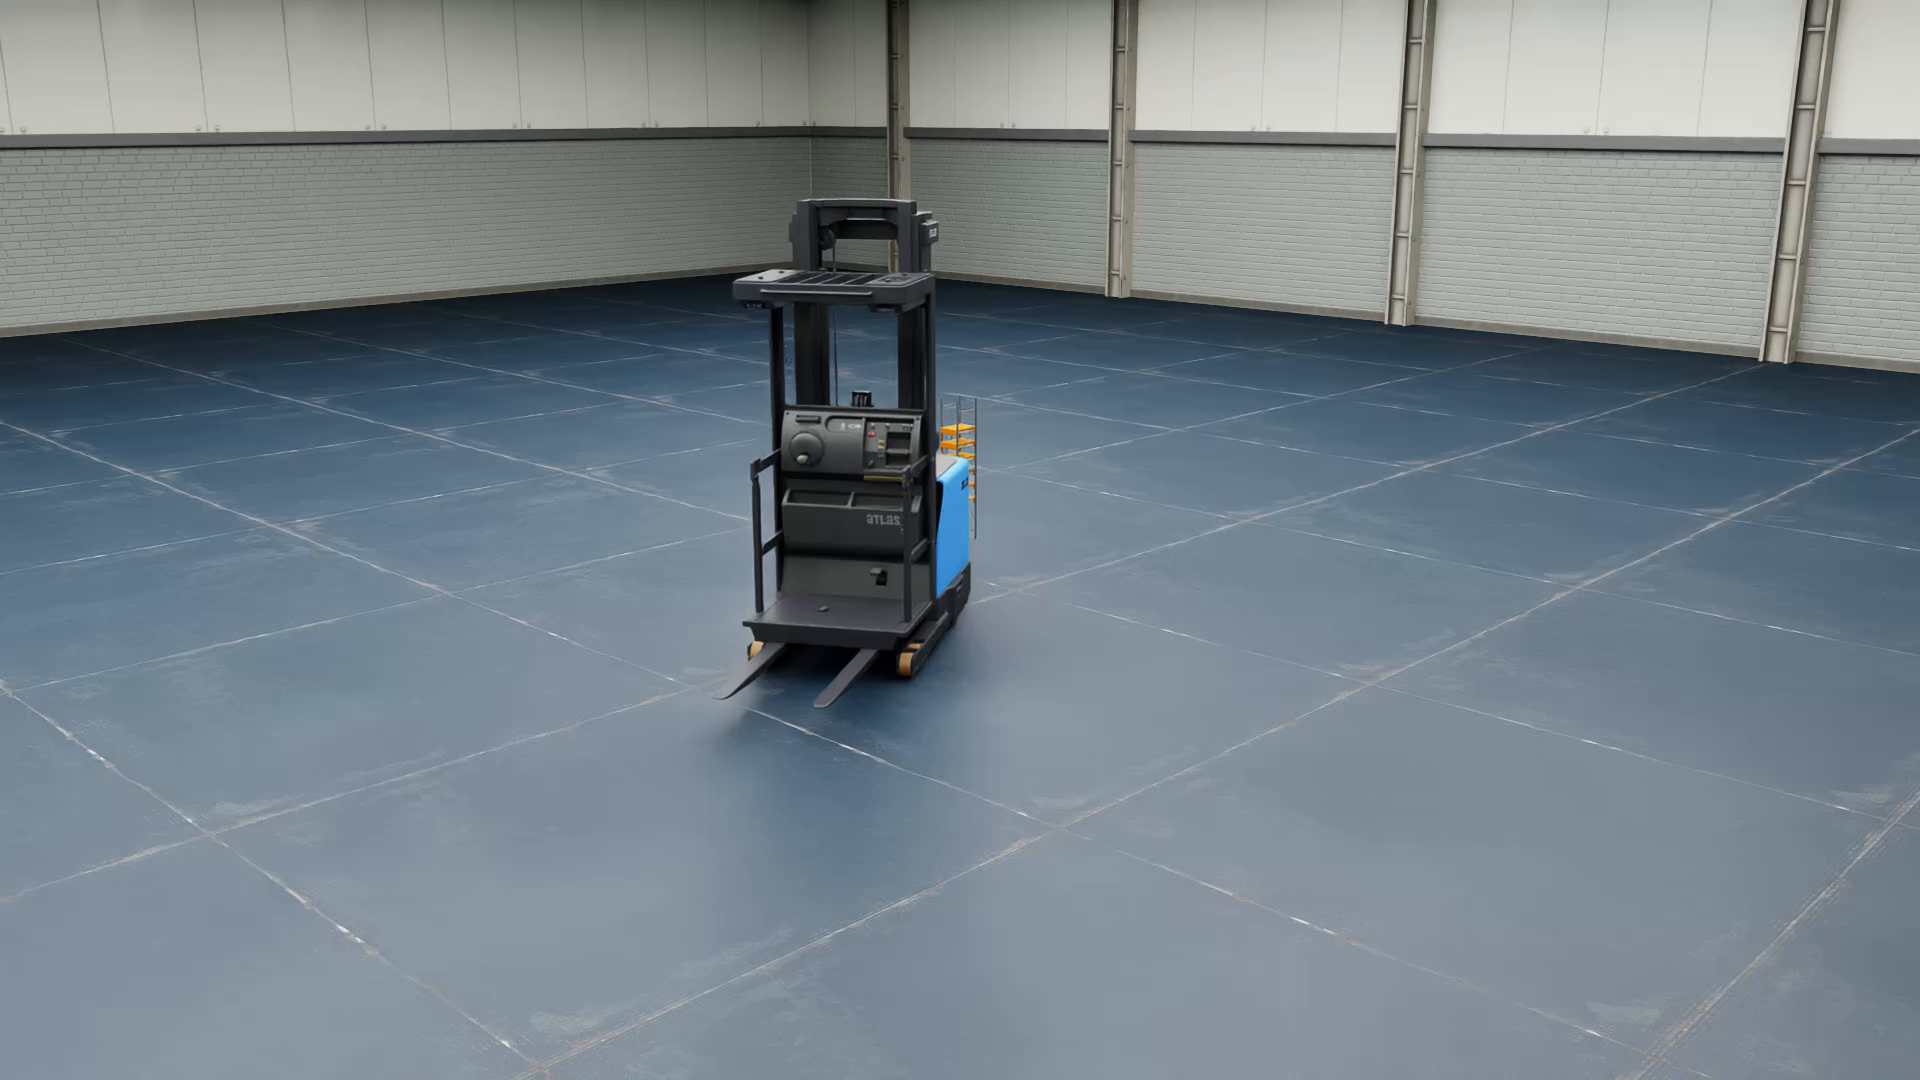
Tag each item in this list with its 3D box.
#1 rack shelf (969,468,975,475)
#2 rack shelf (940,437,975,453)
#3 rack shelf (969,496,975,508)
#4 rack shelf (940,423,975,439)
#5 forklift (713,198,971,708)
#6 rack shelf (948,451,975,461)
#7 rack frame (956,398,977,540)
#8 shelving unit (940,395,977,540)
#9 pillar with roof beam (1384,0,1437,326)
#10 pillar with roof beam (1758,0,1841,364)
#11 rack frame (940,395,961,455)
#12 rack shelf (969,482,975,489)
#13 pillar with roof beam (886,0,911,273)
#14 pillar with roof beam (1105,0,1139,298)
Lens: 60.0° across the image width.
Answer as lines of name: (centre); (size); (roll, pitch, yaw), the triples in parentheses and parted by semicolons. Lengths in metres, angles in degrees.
rack shelf: (-0.010, -0.540, 13.802); (0.180, 0.103, 0.258); (14, 20, 42)
rack shelf: (-0.010, -0.772, 13.741); (0.180, 0.103, 0.258); (14, 20, 42)
rack shelf: (-0.010, -0.308, 13.862); (0.180, 0.103, 0.258); (14, 20, 42)
rack shelf: (-0.010, -0.889, 13.711); (0.180, 0.103, 0.258); (14, 20, 42)
forklift: (-0.752, -0.646, 10.597); (1.130, 2.935, 3.031); (3, 15, 13)
rack shelf: (-0.010, -0.656, 13.771); (0.180, 0.103, 0.258); (14, 20, 42)
rack frame: (0.055, -0.567, 13.729); (0.006, 1.200, 0.240); (14, 20, 42)
shelving unit: (-0.010, -0.583, 13.791); (0.189, 1.200, 0.258); (14, 20, 42)
pillar with roof beam: (4.354, -7.180, 23.640); (0.400, 9.000, 9.100); (14, 20, 42)
pillar with roof beam: (8.673, -6.130, 19.610); (0.400, 9.000, 9.100); (14, 20, 42)
rack frame: (-0.076, -0.599, 13.852); (0.006, 1.200, 0.240); (14, 20, 42)
rack shelf: (-0.010, -0.424, 13.832); (0.180, 0.103, 0.258); (14, 20, 42)
pillar with roof beam: (-4.285, -9.280, 31.700); (0.400, 9.000, 9.100); (14, 20, 42)
pillar with roof beam: (0.034, -8.230, 27.670); (0.400, 9.000, 9.100); (14, 20, 42)
